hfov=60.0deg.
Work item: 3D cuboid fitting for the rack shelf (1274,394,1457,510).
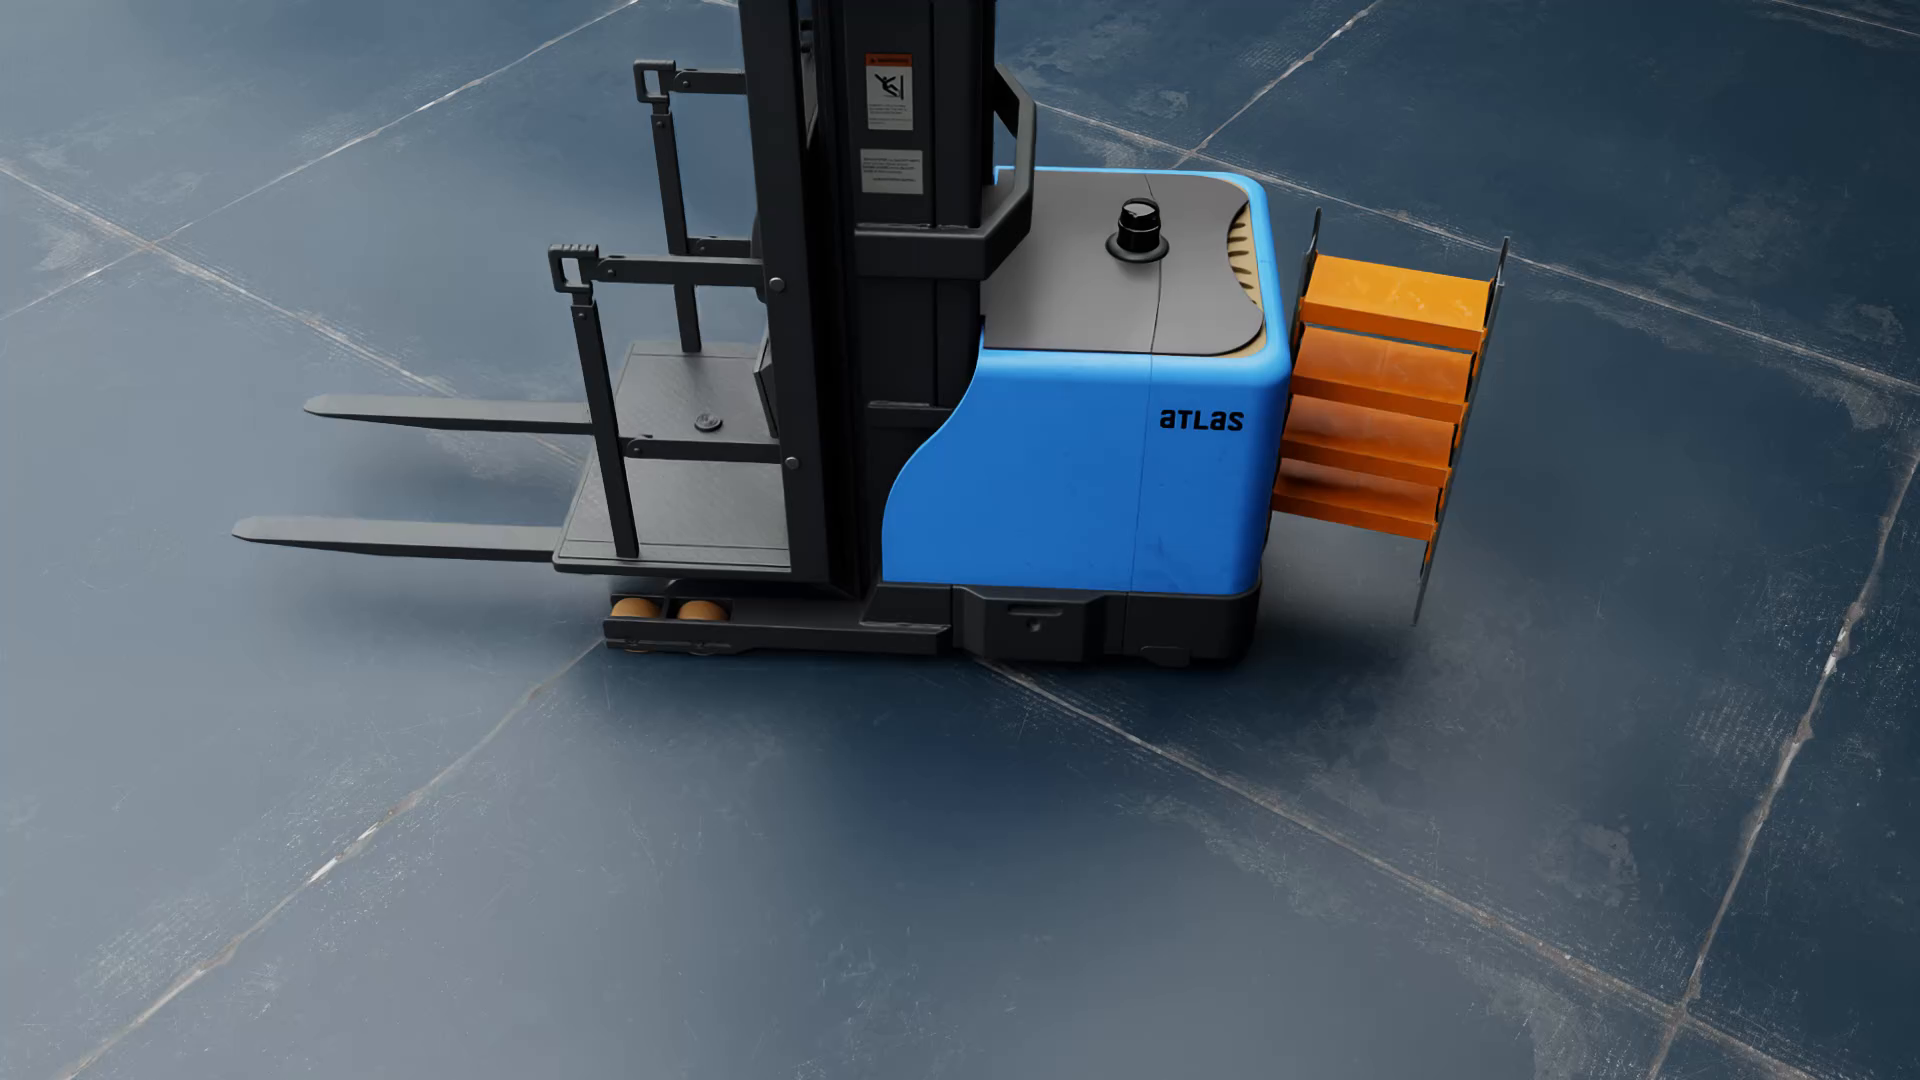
[{"bbox_3d":[1.158,-0.267,4.749,0.480,0.148,0.258,12,43,13],"label":"rack shelf"}]

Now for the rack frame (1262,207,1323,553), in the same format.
[{"bbox_3d":[0.926,-0.366,4.759,0.015,1.200,0.240,12,43,13],"label":"rack frame"}]

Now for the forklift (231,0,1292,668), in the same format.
[{"bbox_3d":[-0.636,-1.104,4.285,3.031,2.935,1.130,2,42,3],"label":"forklift"}]

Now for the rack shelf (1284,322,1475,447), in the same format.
[{"bbox_3d":[1.158,-0.433,4.600,0.480,0.148,0.258,12,43,13],"label":"rack shelf"}]

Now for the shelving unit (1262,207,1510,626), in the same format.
[{"bbox_3d":[1.158,-0.317,4.704,0.503,1.200,0.258,12,43,13],"label":"shelving unit"}]

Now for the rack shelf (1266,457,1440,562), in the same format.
[{"bbox_3d":[1.158,-0.119,4.881,0.480,0.148,0.258,12,43,13],"label":"rack shelf"}]

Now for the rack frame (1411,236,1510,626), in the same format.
[{"bbox_3d":[1.391,-0.267,4.649,0.015,1.200,0.240,12,43,13],"label":"rack frame"}]

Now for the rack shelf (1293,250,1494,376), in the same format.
[{"bbox_3d":[1.158,-0.609,4.442,0.480,0.148,0.258,12,43,13],"label":"rack shelf"}]
